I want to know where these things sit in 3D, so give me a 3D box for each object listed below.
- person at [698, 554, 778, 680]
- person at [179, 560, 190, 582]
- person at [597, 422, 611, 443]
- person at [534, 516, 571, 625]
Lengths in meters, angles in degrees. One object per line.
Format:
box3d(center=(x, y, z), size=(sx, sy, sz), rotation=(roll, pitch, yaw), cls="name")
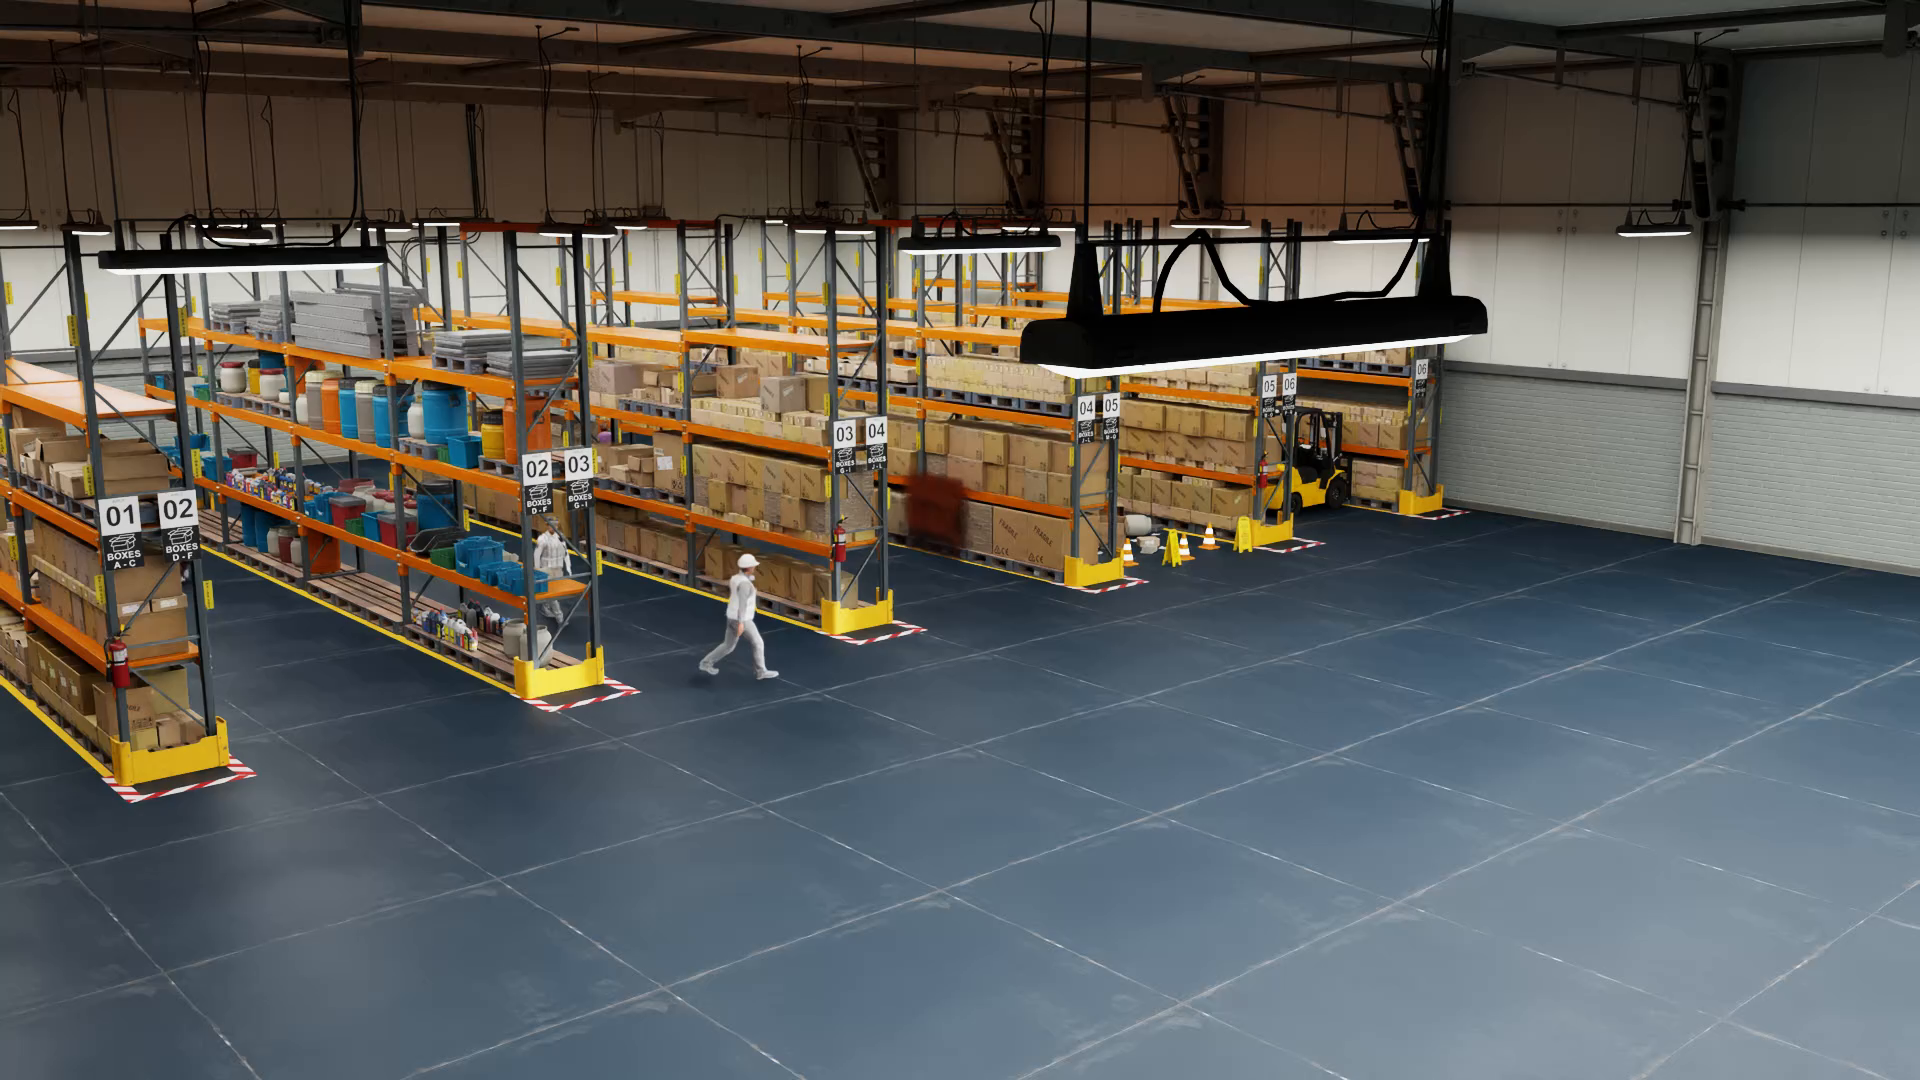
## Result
box3d(center=(-2.998, 1.043, 22.355), size=(1.046, 1.723, 0.552), rotation=(-4, 12, -18), cls="person")
box3d(center=(-13.206, -0.040, 28.111), size=(0.540, 1.571, 0.684), rotation=(-6, 13, -29), cls="person")
box3d(center=(-7.823, -1.818, 36.833), size=(0.471, 1.598, 0.421), rotation=(-3, 12, -13), cls="person")
box3d(center=(-6.200, 0.432, 25.491), size=(0.941, 1.628, 0.497), rotation=(9, 14, 37), cls="person")
